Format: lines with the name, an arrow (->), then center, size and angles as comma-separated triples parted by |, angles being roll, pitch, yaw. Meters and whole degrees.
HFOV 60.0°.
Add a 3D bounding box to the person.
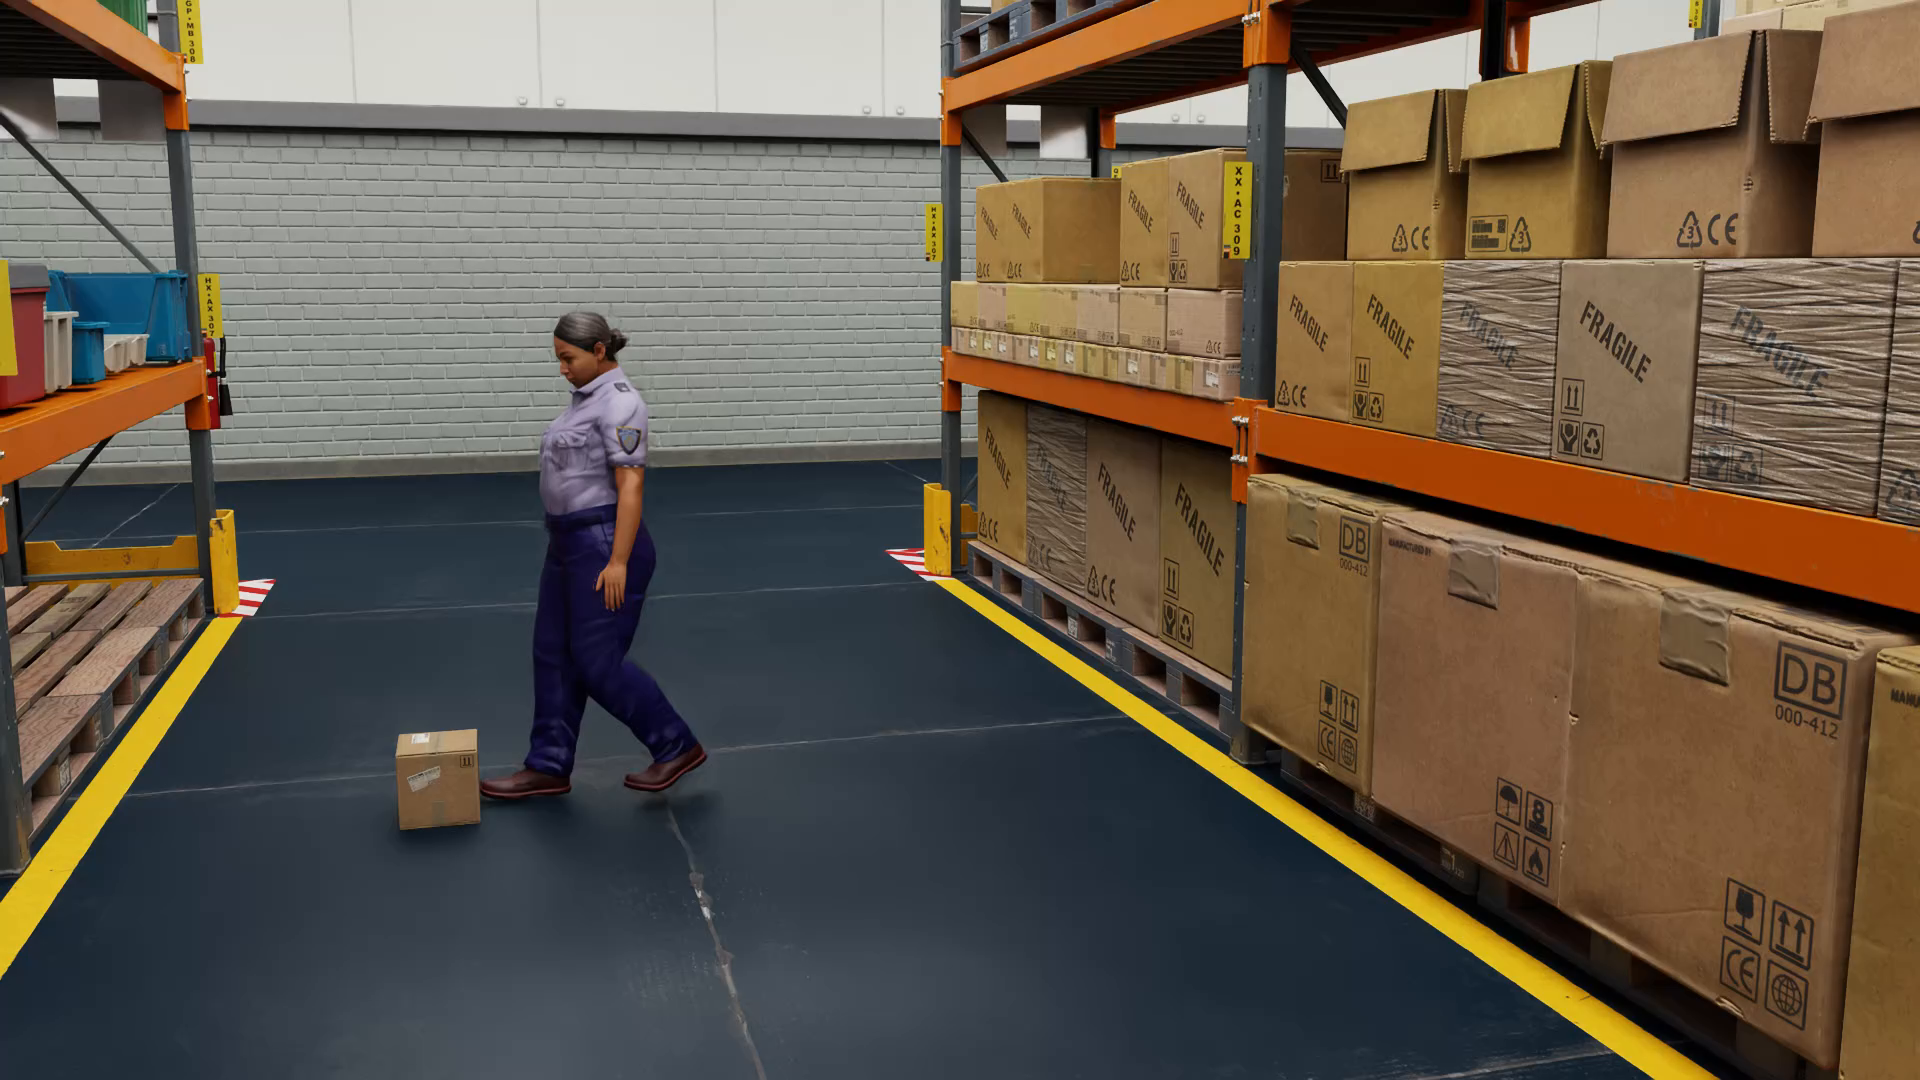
person -> -1.242, 0.060, 5.486 | 0.695, 1.619, 0.513 | -5, 11, -27
